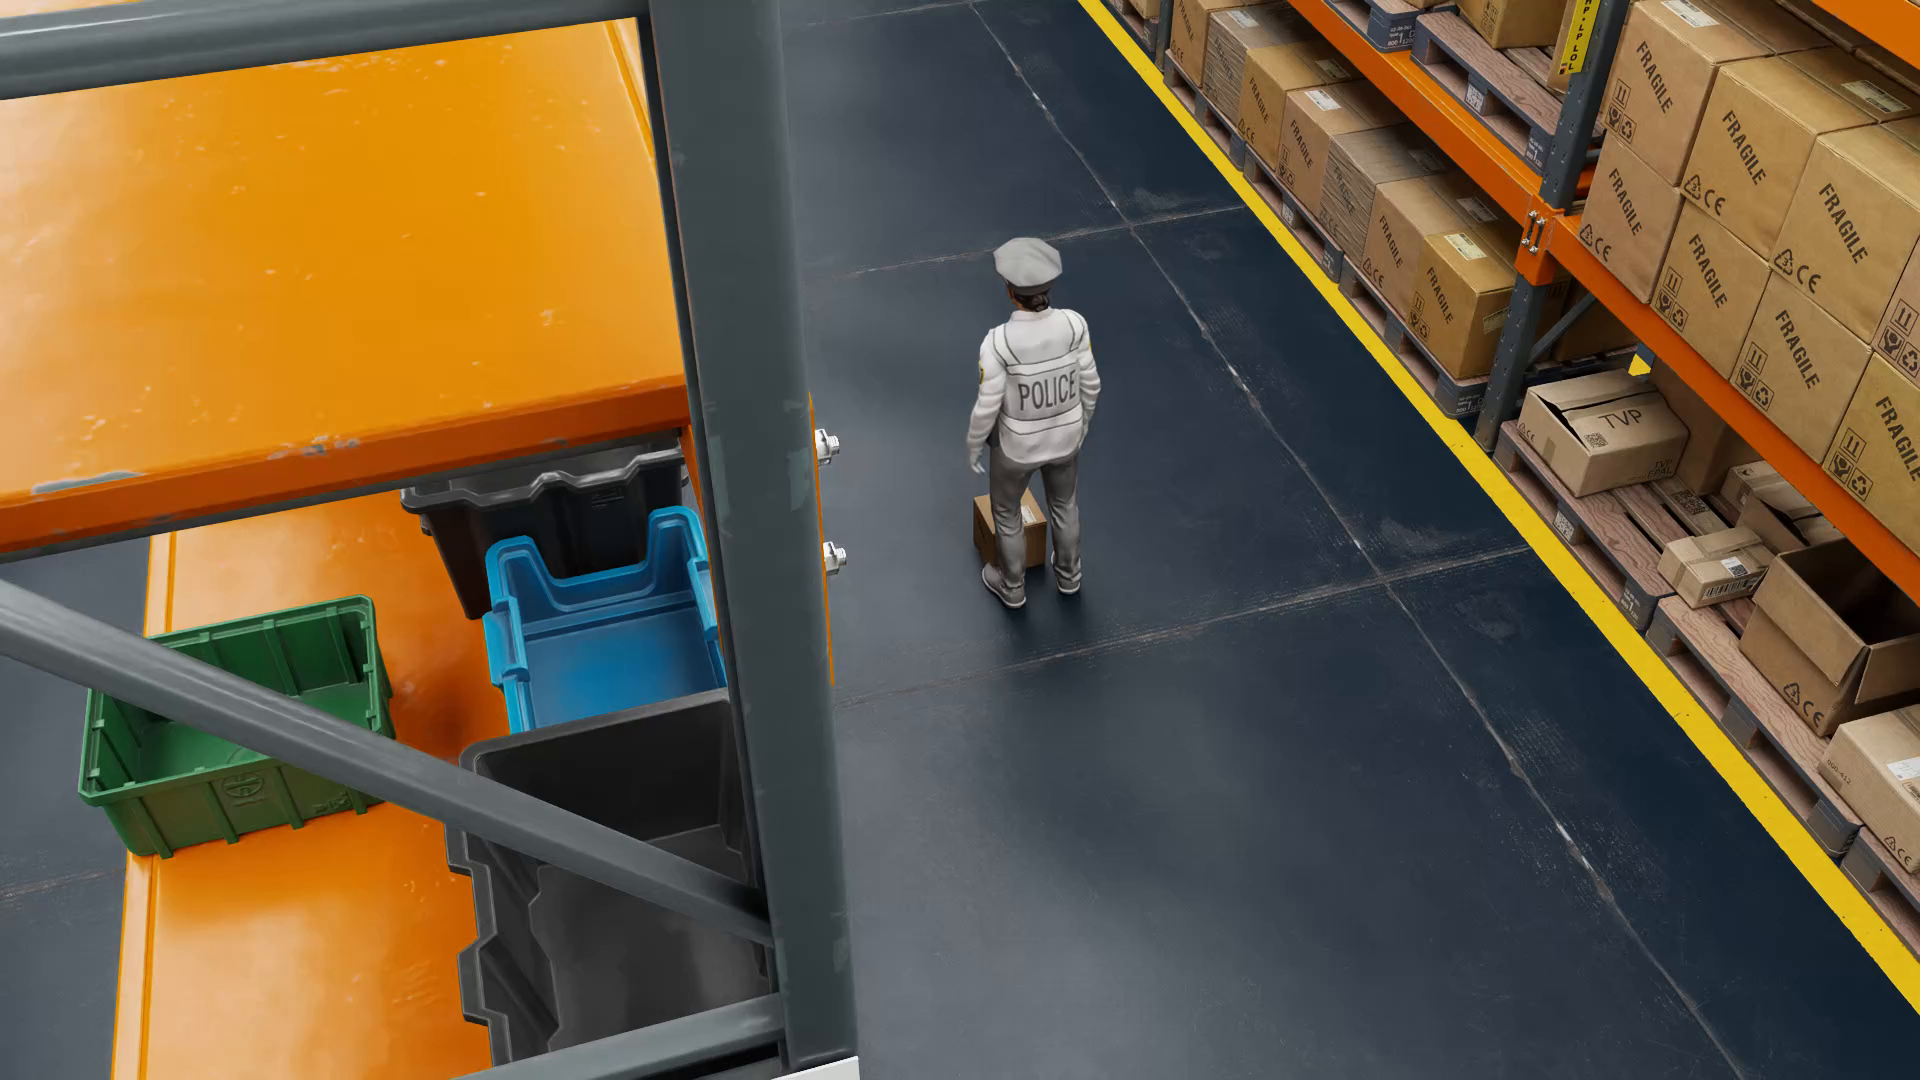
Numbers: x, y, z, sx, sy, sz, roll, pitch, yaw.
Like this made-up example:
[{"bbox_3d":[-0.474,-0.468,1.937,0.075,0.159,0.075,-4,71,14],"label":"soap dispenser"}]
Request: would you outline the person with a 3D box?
[{"bbox_3d":[0.293,-0.409,6.602,0.533,1.667,0.369,-14,44,-15],"label":"person"}]
